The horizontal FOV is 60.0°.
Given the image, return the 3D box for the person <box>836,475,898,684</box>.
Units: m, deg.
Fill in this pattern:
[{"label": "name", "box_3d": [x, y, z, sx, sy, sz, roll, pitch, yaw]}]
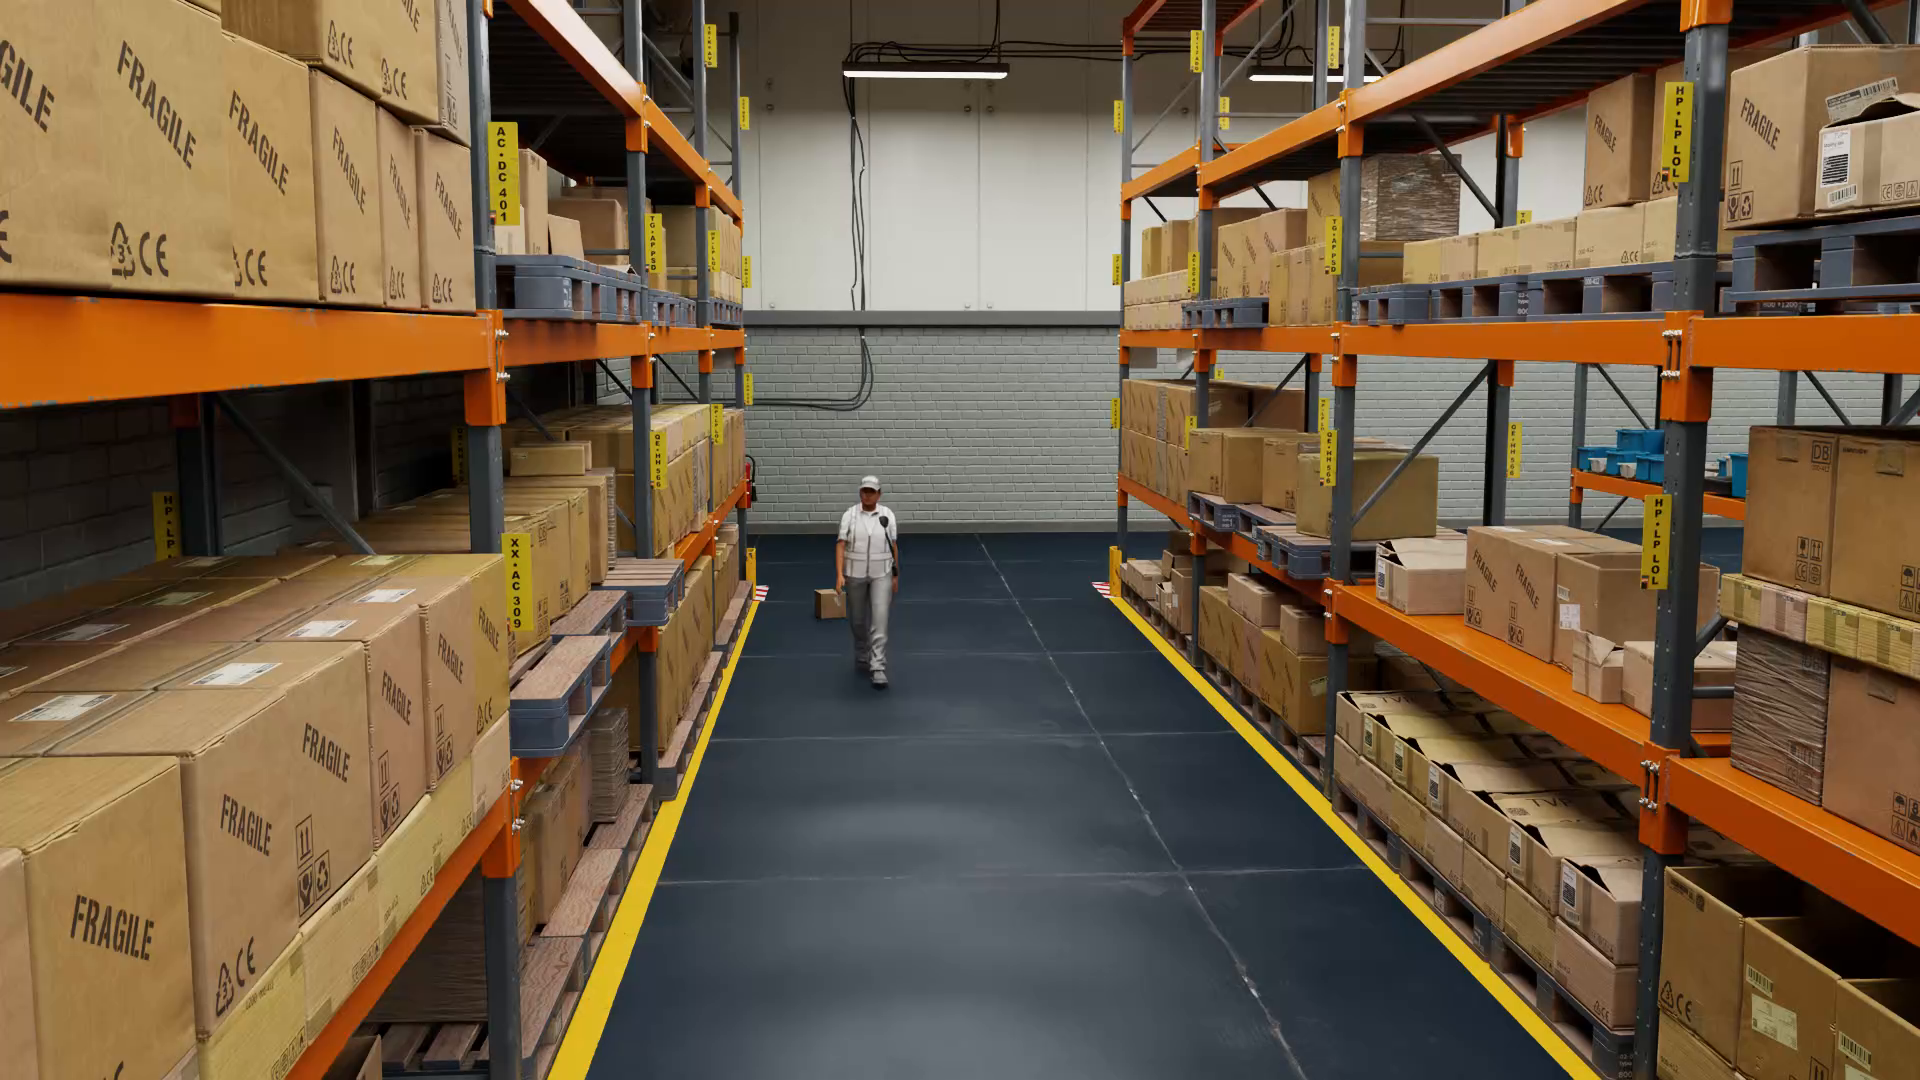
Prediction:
[{"label": "person", "box_3d": [-0.748, 0.288, 13.365, 0.497, 1.613, 0.990, 0, 7, 0]}]
